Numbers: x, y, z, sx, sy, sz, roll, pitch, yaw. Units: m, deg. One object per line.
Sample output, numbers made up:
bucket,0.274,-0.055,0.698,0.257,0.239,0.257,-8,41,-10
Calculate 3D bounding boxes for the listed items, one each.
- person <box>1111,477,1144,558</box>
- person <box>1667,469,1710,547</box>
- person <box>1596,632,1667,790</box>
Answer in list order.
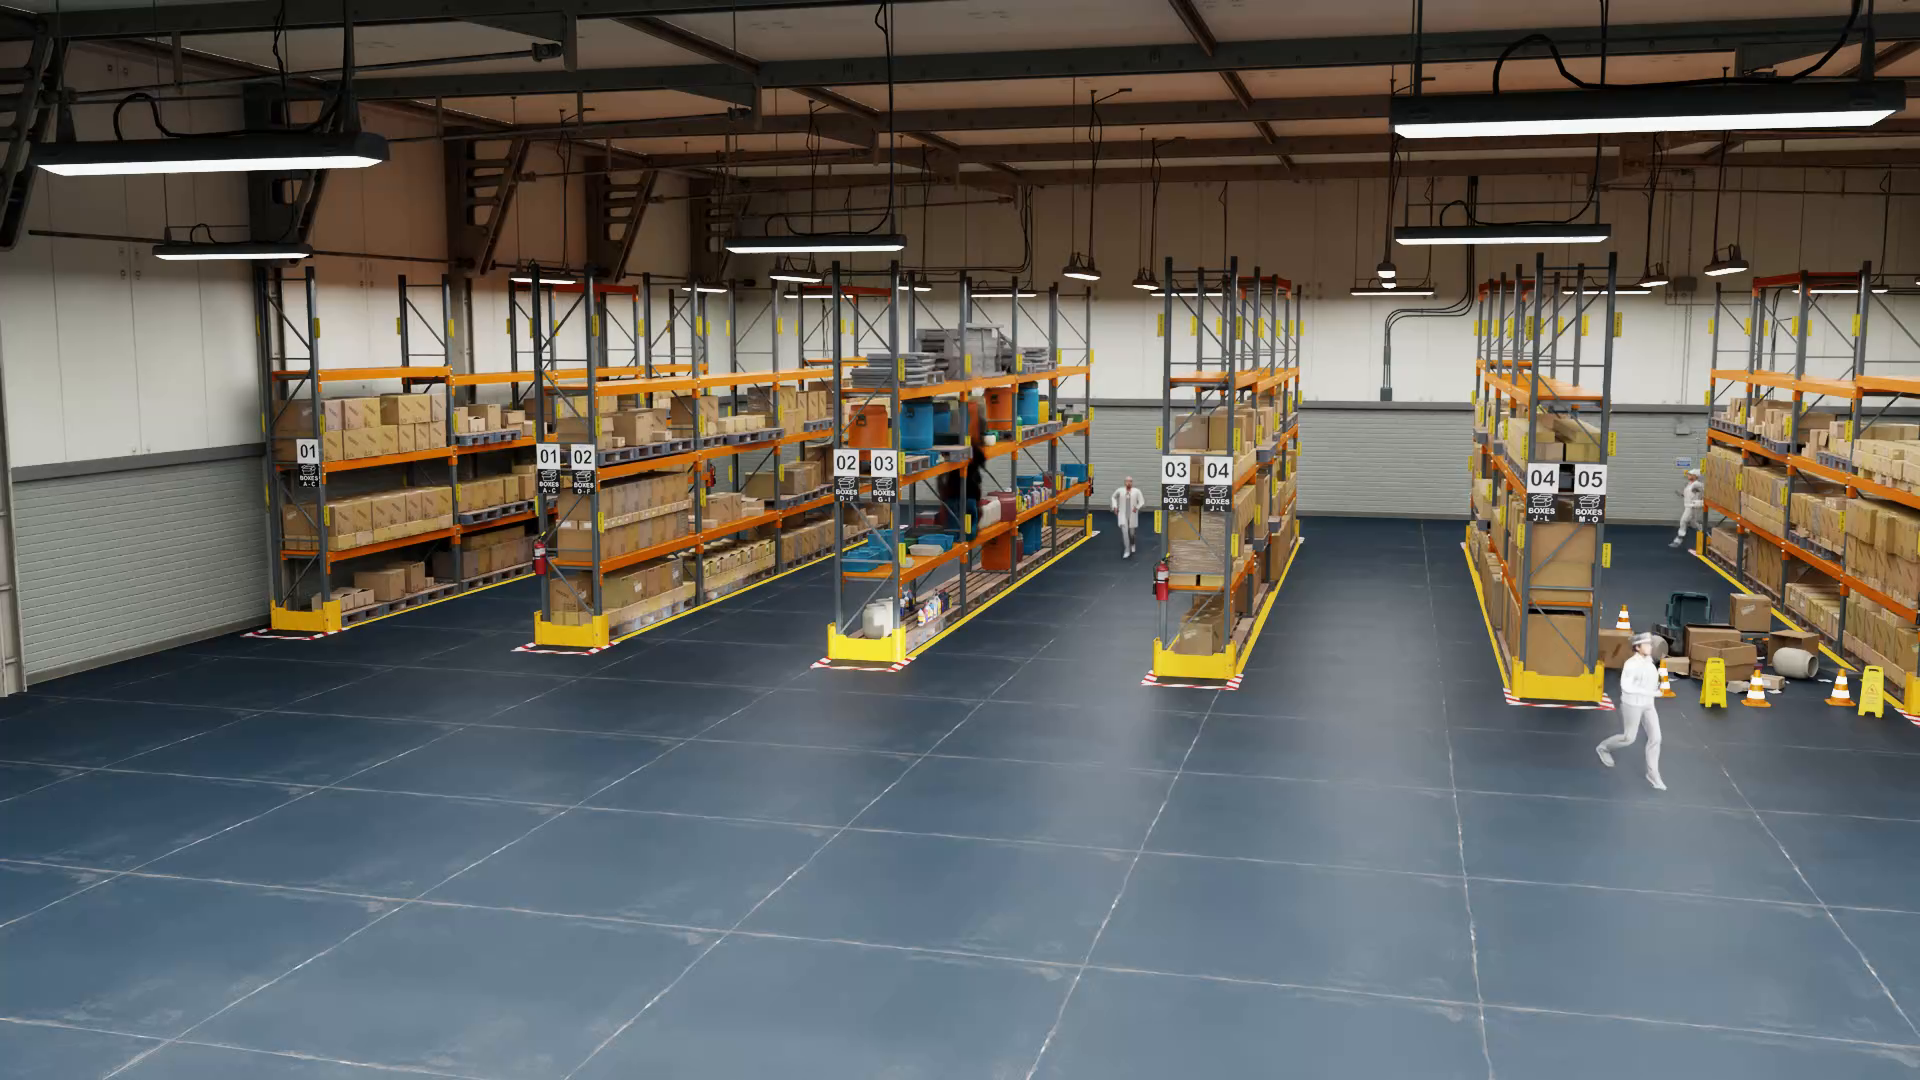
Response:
person,3.694,-0.521,36.701,0.735,1.758,0.922,1,7,6
person,16.690,-0.733,37.959,0.989,1.777,0.666,1,7,11
person,7.484,1.853,18.455,0.647,1.737,0.896,-5,9,-34
